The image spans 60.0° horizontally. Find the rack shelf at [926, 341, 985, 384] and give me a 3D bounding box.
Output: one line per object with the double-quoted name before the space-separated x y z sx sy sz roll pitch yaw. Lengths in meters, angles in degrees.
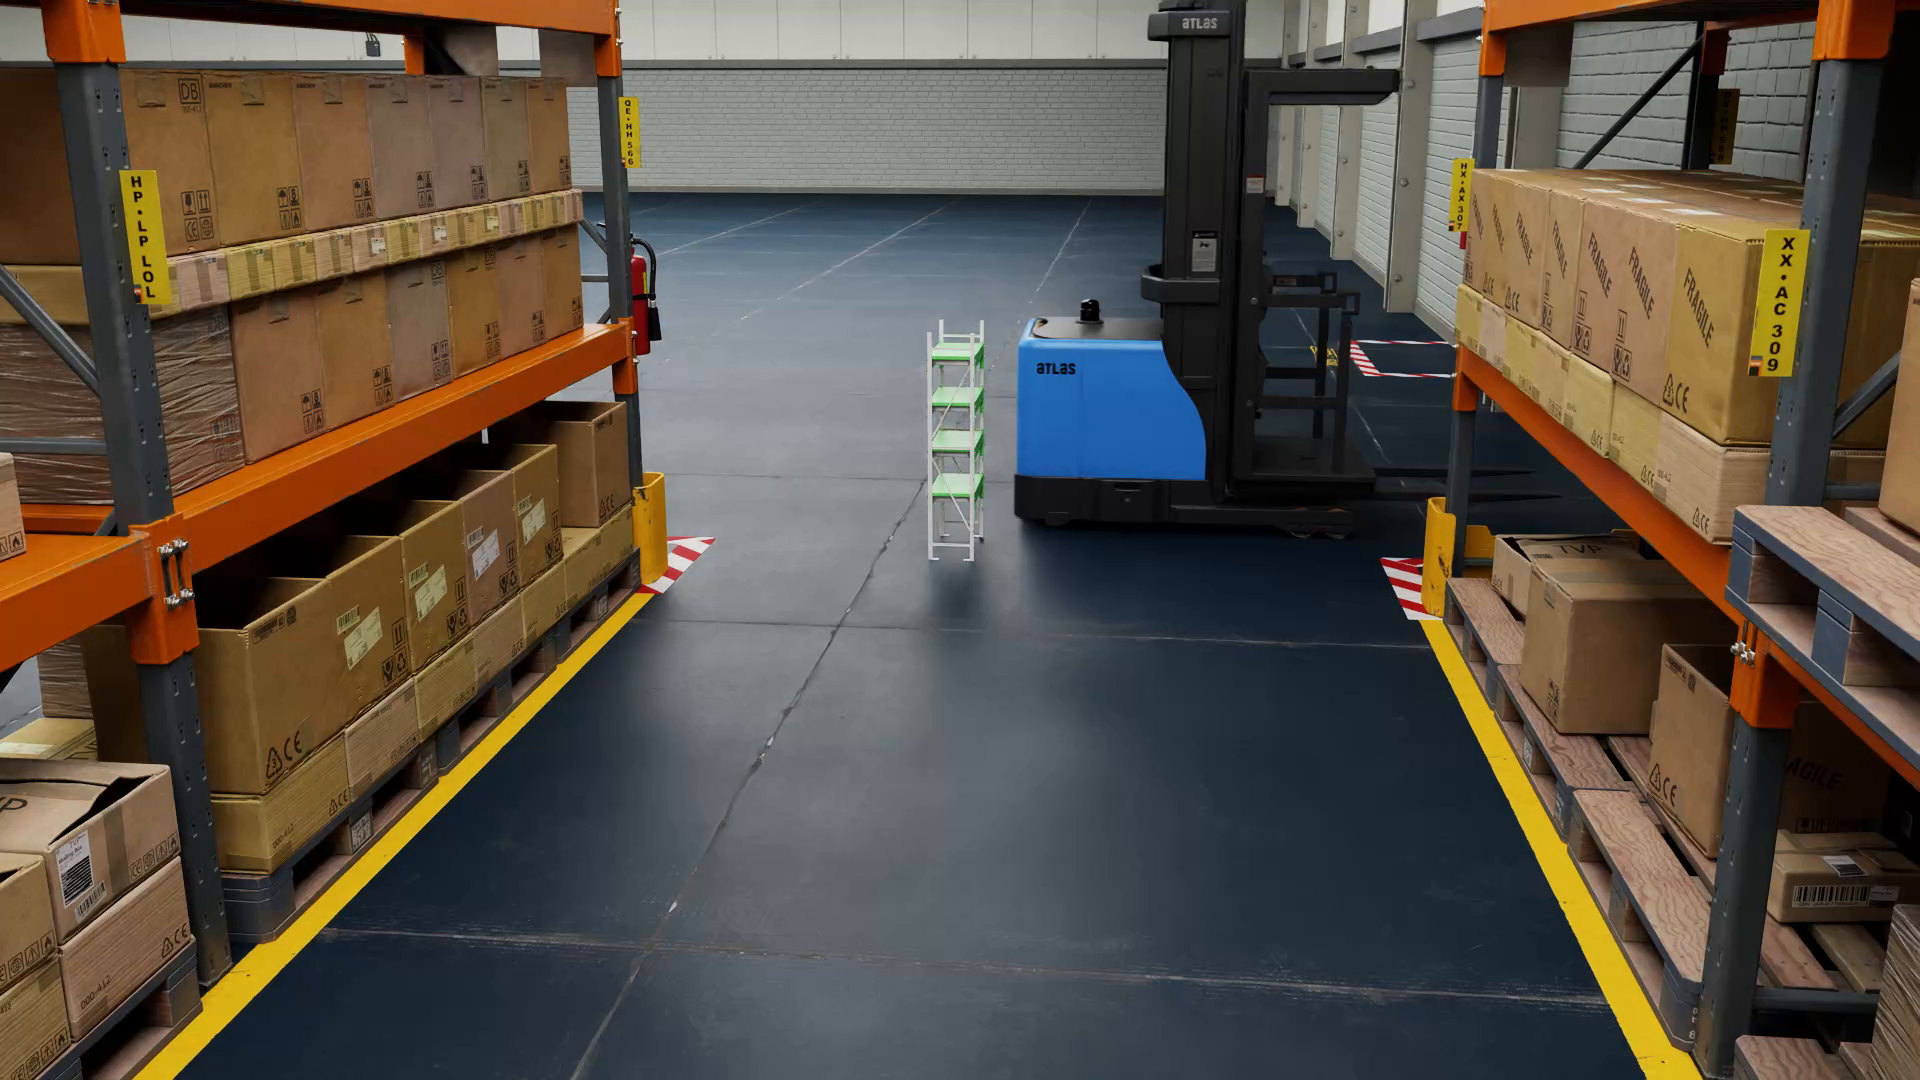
"rack shelf" -0.019 -0.938 8.738 0.258 0.148 0.480 2 15 6

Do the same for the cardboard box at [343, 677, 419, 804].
"cardboard box" -2.140 0.645 5.495 0.500 0.250 0.500 2 15 6

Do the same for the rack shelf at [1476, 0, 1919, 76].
"rack shelf" 2.593 -1.714 5.385 1.077 0.370 4.000 2 15 6

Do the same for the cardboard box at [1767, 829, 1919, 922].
"cardboard box" 2.398 0.921 4.593 0.380 0.166 0.250 0 15 -1

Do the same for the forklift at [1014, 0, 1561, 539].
"forklift" 1.855 -1.568 9.344 3.031 2.935 1.130 1 15 5

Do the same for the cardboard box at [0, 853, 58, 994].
"cardboard box" -2.369 0.863 3.612 0.500 0.311 0.500 2 15 8

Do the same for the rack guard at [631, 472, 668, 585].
"rack guard" -2.101 -0.076 8.486 1.175 0.500 0.348 2 15 6

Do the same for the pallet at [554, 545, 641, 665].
"pallet" -2.149 0.269 7.763 1.003 0.211 1.213 2 15 6

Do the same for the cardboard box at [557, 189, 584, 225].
"cardboard box" -1.958 -1.533 7.652 0.380 0.149 0.250 1 15 5

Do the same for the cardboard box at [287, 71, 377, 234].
"cardboard box" -2.399 -1.290 5.509 0.700 0.500 0.500 2 15 6

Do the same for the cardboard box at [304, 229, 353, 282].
"cardboard box" -2.219 -0.930 5.419 0.380 0.149 0.250 1 15 4

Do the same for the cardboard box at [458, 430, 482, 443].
"cardboard box" -2.440 -0.252 7.373 0.500 0.500 0.500 2 15 6

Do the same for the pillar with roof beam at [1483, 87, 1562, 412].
"pillar with roof beam" -0.002 -5.504 12.276 9.100 9.000 0.400 2 15 6

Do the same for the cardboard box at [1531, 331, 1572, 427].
"cardboard box" 2.281 -0.554 5.712 0.500 0.250 0.500 2 15 7

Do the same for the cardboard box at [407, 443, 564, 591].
"cardboard box" -1.967 -0.106 6.836 0.500 0.500 0.500 2 15 6

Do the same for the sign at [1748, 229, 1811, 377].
"sign" 1.827 -0.526 3.703 0.100 0.325 0.005 2 15 6

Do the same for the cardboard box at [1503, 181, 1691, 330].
"cardboard box" 2.336 -1.054 6.127 0.500 0.500 0.500 1 15 4

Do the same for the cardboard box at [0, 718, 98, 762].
"cardboard box" -2.720 0.759 5.073 0.500 0.250 0.500 2 15 6

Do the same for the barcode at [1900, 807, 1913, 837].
"barcode" 2.761 0.824 4.852 0.001 0.075 0.075 2 15 6

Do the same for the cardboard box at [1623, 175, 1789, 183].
"cardboard box" 2.910 -1.172 6.563 0.500 0.500 0.500 2 15 7

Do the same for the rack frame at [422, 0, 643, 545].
"rack frame" -2.104 -1.277 8.137 1.000 3.000 0.127 2 15 6

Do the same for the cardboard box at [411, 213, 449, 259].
"cardboard box" -2.131 -1.131 6.164 0.380 0.149 0.250 1 15 5

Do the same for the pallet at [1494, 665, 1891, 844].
"pallet" 2.543 0.759 5.950 1.003 0.211 1.213 2 15 6

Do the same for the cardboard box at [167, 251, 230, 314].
"cardboard box" -2.305 -0.730 4.680 0.380 0.149 0.250 2 15 7

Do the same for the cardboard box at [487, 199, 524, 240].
"cardboard box" -2.045 -1.334 6.914 0.380 0.149 0.250 2 15 7

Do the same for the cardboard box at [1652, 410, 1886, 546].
"cardboard box" 2.119 -0.163 4.269 0.500 0.250 0.500 2 15 6

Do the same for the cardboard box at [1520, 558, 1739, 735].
"cardboard box" 2.454 0.376 5.971 0.700 0.500 0.500 1 15 3

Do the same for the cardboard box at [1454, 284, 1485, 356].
"cardboard box" 2.448 -0.952 7.184 0.500 0.250 0.500 1 15 5

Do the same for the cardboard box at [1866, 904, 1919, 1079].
"cardboard box" 2.300 1.091 3.325 0.700 0.500 0.500 2 15 8

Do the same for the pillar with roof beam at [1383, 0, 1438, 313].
"pillar with roof beam" 0.675 -7.060 18.031 9.100 9.000 0.400 2 15 6

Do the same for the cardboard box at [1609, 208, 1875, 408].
"cardboard box" 2.164 -0.655 4.650 0.500 0.500 0.500 2 15 6

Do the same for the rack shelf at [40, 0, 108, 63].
"rack shelf" -2.781 -0.821 2.084 1.077 0.370 4.000 2 15 6

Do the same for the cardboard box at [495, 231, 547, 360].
"cardboard box" -2.224 -1.068 7.173 0.700 0.500 0.500 2 15 8

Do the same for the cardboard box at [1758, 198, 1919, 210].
"cardboard box" 2.751 -0.772 5.085 0.500 0.500 0.500 2 15 8

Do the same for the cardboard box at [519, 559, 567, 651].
"cardboard box" -1.970 0.255 6.934 0.500 0.250 0.500 2 15 6

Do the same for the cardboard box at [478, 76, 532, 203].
"cardboard box" -2.229 -1.680 6.952 0.700 0.500 0.500 1 15 5

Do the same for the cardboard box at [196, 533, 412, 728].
"cardboard box" -2.144 0.282 5.398 0.500 0.500 0.500 2 15 6

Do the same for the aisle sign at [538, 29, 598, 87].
"aisle sign" -1.805 -2.540 7.829 0.394 0.787 0.004 2 15 6

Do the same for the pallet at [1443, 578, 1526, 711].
"pallet" 2.683 0.444 7.117 1.003 0.211 1.213 2 15 6

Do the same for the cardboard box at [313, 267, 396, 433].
"cardboard box" -2.398 -0.670 5.701 0.700 0.500 0.500 2 15 7

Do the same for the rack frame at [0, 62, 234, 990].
"rack frame" -2.556 -0.239 4.300 1.000 3.000 0.127 2 15 6

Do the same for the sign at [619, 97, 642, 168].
"sign" -1.567 -1.930 7.882 0.100 0.325 0.005 2 15 6

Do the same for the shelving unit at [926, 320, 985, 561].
"shelving unit" -0.019 -0.536 8.847 0.258 1.200 0.503 2 15 6

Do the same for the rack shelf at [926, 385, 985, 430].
"rack shelf" -0.019 -0.706 8.801 0.258 0.148 0.480 2 15 6
